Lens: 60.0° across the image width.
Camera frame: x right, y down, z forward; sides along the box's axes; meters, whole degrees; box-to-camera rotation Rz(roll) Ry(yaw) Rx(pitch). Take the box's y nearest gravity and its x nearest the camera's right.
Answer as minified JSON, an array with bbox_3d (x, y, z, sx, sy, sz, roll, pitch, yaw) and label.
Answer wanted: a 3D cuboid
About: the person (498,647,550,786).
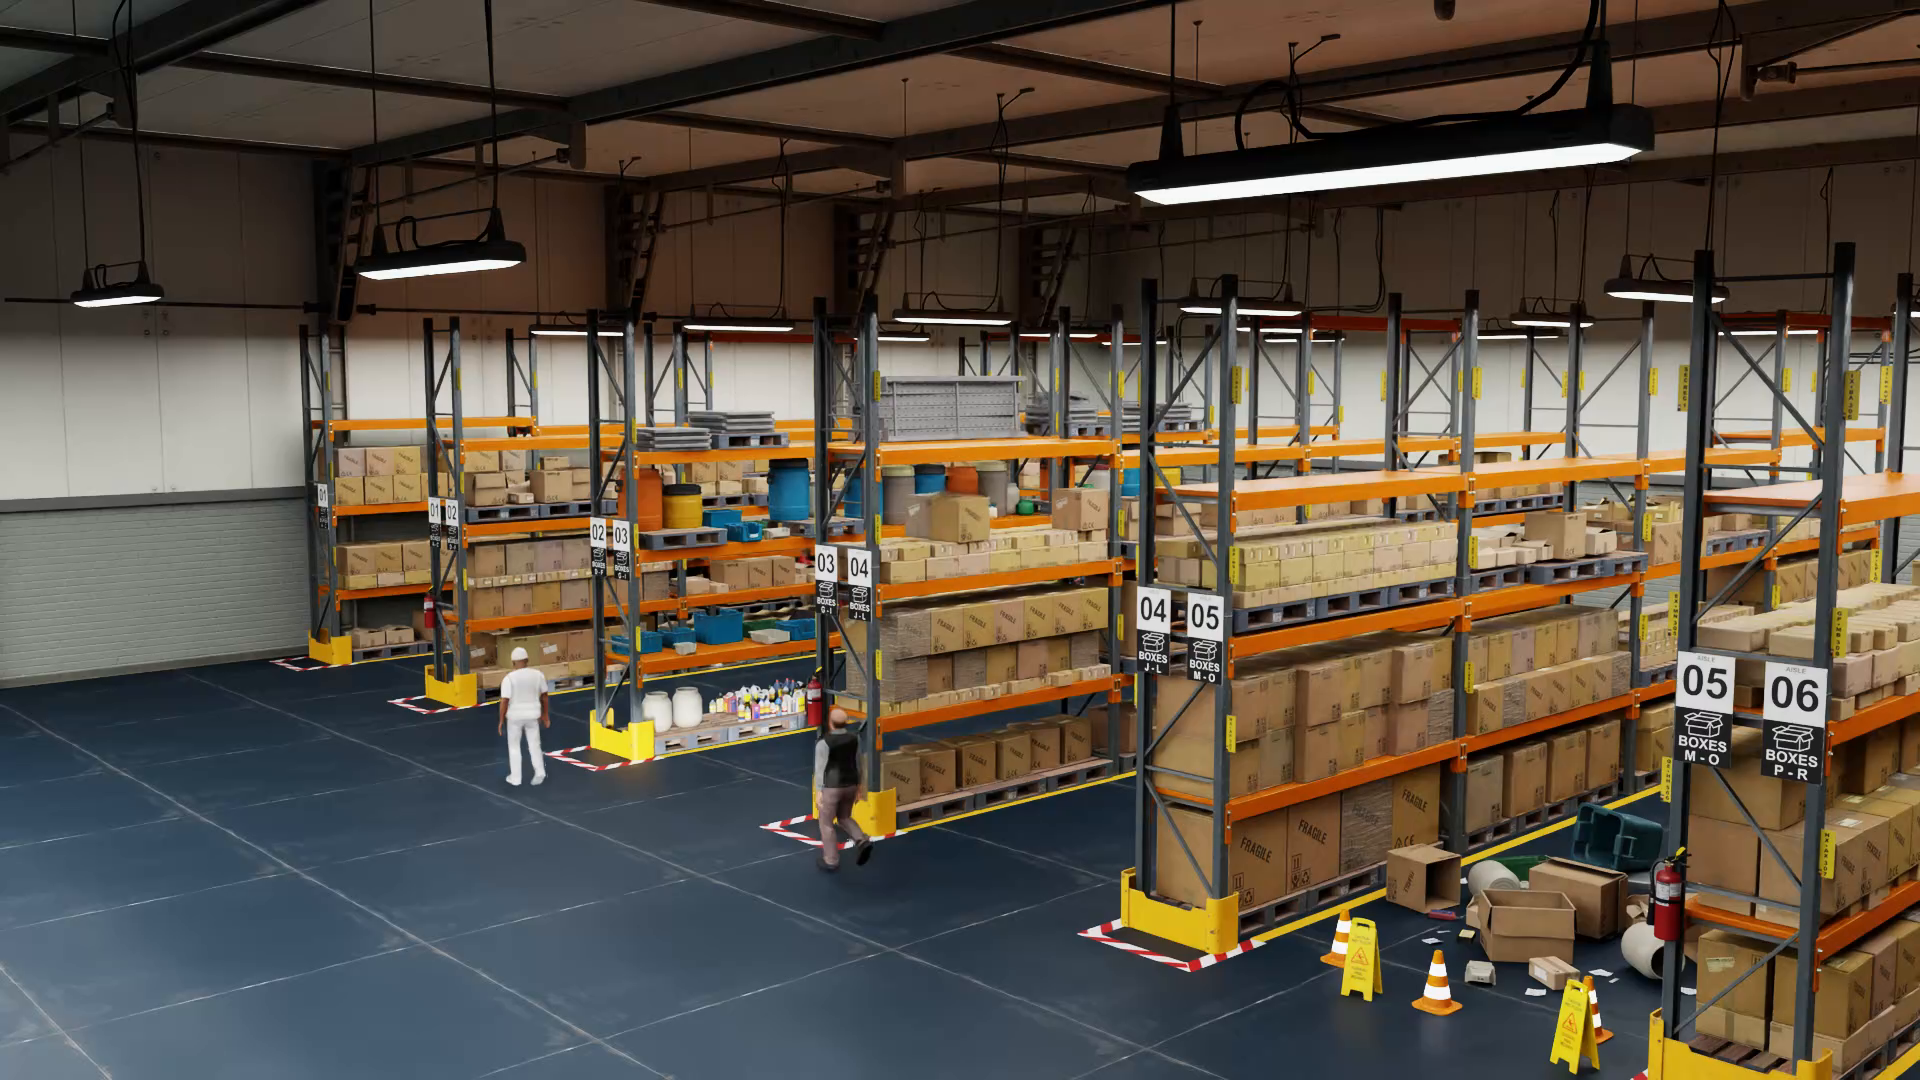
[{"bbox_3d":[-5.420,2.214,20.694,0.653,1.751,0.809,-3,7,-29],"label":"person"}]

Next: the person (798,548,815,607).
[{"bbox_3d":[-3.115,0.968,33.110,0.533,1.723,0.576,-2,6,-18],"label":"person"}]

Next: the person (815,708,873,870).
[{"bbox_3d":[-1.237,2.574,17.156,0.544,1.703,0.664,-6,8,-44],"label":"person"}]
